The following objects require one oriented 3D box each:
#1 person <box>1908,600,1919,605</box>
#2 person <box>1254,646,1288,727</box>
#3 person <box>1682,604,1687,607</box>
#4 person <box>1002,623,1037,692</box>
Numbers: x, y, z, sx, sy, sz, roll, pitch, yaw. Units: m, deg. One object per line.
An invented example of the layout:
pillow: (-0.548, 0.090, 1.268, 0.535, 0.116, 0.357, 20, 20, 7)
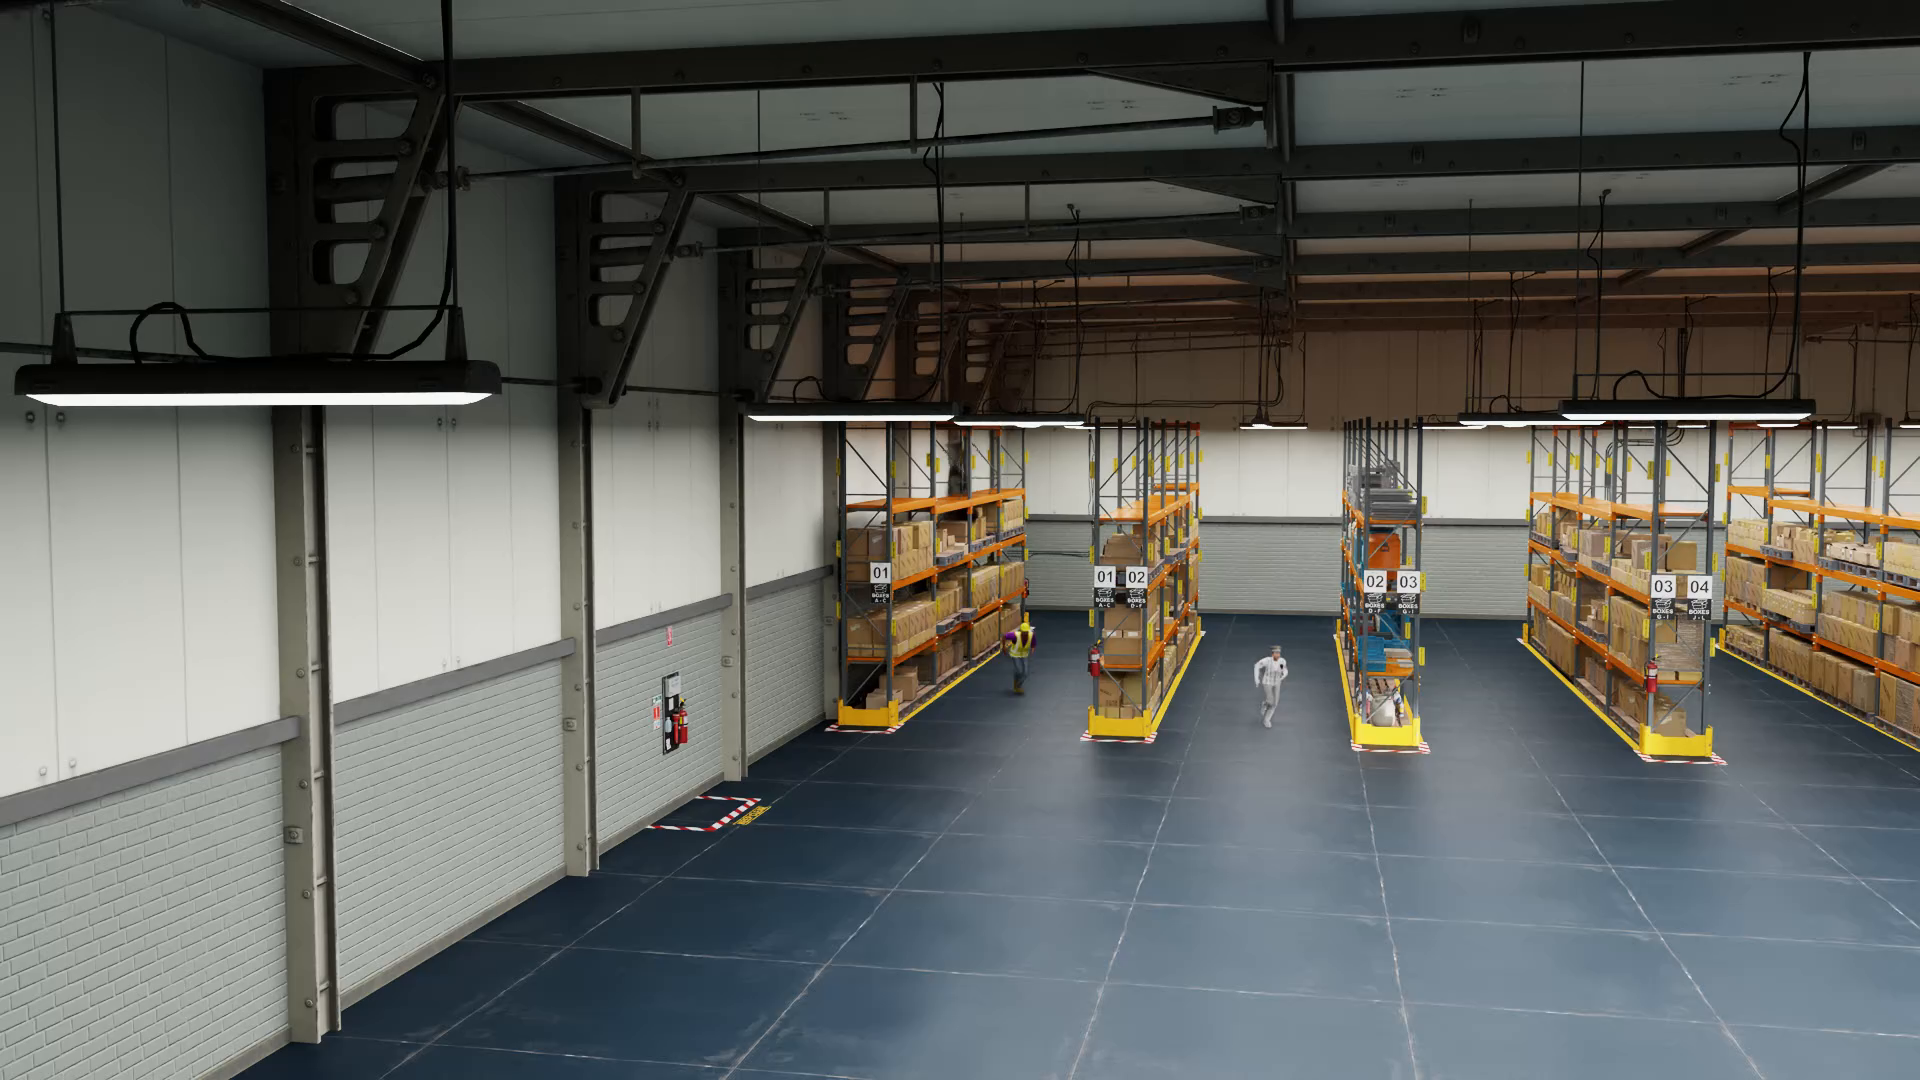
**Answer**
person: (25.706, 1.976, 44.482, 0.934, 1.719, 0.685, 2, 4, 29)
person: (6.062, 2.837, 32.287, 0.604, 1.612, 0.668, -1, 4, -15)
person: (17.870, 2.283, 40.939, 0.519, 1.566, 0.553, 1, 4, 9)
person: (1.297, 2.577, 36.316, 0.736, 1.578, 0.838, -1, 4, -16)
